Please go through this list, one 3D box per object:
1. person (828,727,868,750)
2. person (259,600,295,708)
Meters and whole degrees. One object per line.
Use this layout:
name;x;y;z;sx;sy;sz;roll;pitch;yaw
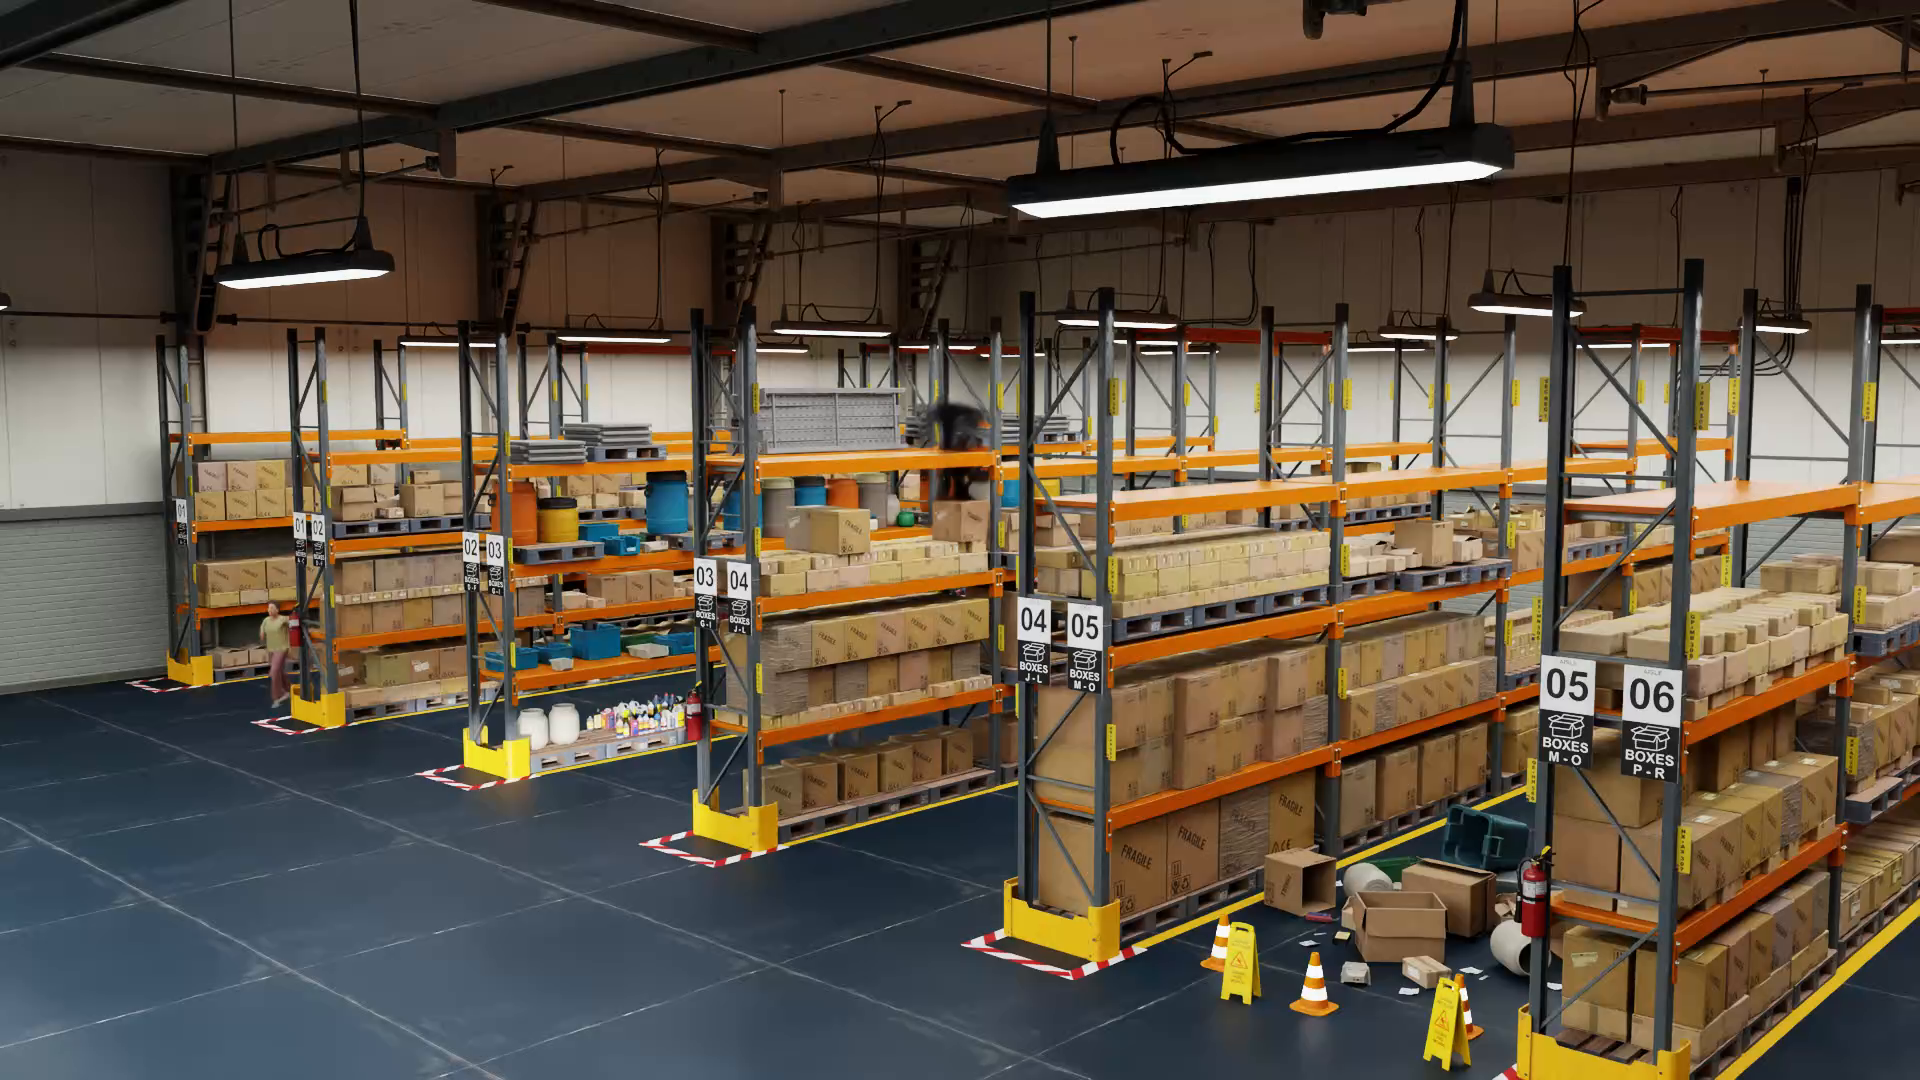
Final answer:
person;-1.522;2.247;22.168;0.678;1.689;0.846;2;6;23
person;-10.985;1.809;26.807;0.571;1.700;0.734;2;6;18
